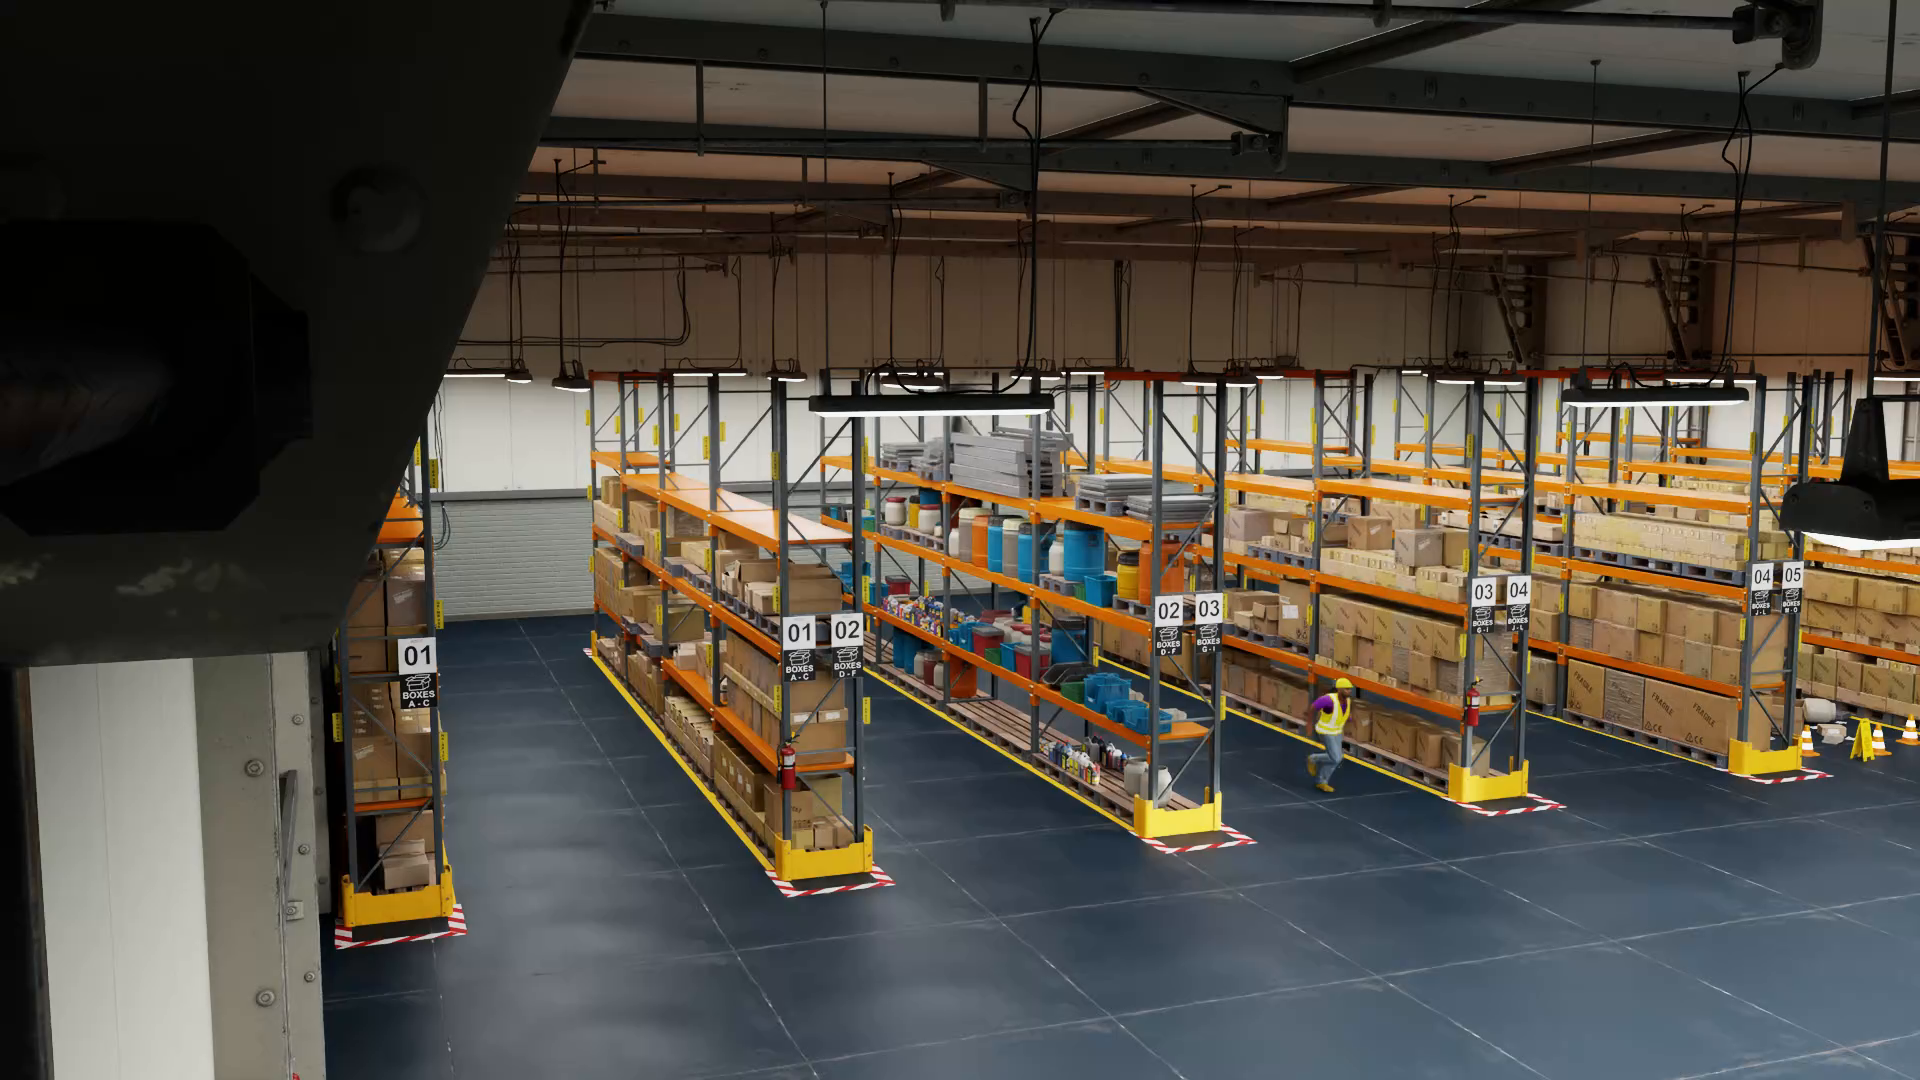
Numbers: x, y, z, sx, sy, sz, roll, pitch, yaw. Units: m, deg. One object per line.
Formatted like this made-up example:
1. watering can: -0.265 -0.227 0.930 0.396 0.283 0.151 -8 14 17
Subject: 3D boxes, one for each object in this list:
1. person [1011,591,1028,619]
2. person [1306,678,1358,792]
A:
1. person: 1.492 1.159 39.596 0.569 1.558 0.660 -5 8 -38
2. person: 5.401 2.816 24.151 0.689 1.686 0.736 -6 9 -43
